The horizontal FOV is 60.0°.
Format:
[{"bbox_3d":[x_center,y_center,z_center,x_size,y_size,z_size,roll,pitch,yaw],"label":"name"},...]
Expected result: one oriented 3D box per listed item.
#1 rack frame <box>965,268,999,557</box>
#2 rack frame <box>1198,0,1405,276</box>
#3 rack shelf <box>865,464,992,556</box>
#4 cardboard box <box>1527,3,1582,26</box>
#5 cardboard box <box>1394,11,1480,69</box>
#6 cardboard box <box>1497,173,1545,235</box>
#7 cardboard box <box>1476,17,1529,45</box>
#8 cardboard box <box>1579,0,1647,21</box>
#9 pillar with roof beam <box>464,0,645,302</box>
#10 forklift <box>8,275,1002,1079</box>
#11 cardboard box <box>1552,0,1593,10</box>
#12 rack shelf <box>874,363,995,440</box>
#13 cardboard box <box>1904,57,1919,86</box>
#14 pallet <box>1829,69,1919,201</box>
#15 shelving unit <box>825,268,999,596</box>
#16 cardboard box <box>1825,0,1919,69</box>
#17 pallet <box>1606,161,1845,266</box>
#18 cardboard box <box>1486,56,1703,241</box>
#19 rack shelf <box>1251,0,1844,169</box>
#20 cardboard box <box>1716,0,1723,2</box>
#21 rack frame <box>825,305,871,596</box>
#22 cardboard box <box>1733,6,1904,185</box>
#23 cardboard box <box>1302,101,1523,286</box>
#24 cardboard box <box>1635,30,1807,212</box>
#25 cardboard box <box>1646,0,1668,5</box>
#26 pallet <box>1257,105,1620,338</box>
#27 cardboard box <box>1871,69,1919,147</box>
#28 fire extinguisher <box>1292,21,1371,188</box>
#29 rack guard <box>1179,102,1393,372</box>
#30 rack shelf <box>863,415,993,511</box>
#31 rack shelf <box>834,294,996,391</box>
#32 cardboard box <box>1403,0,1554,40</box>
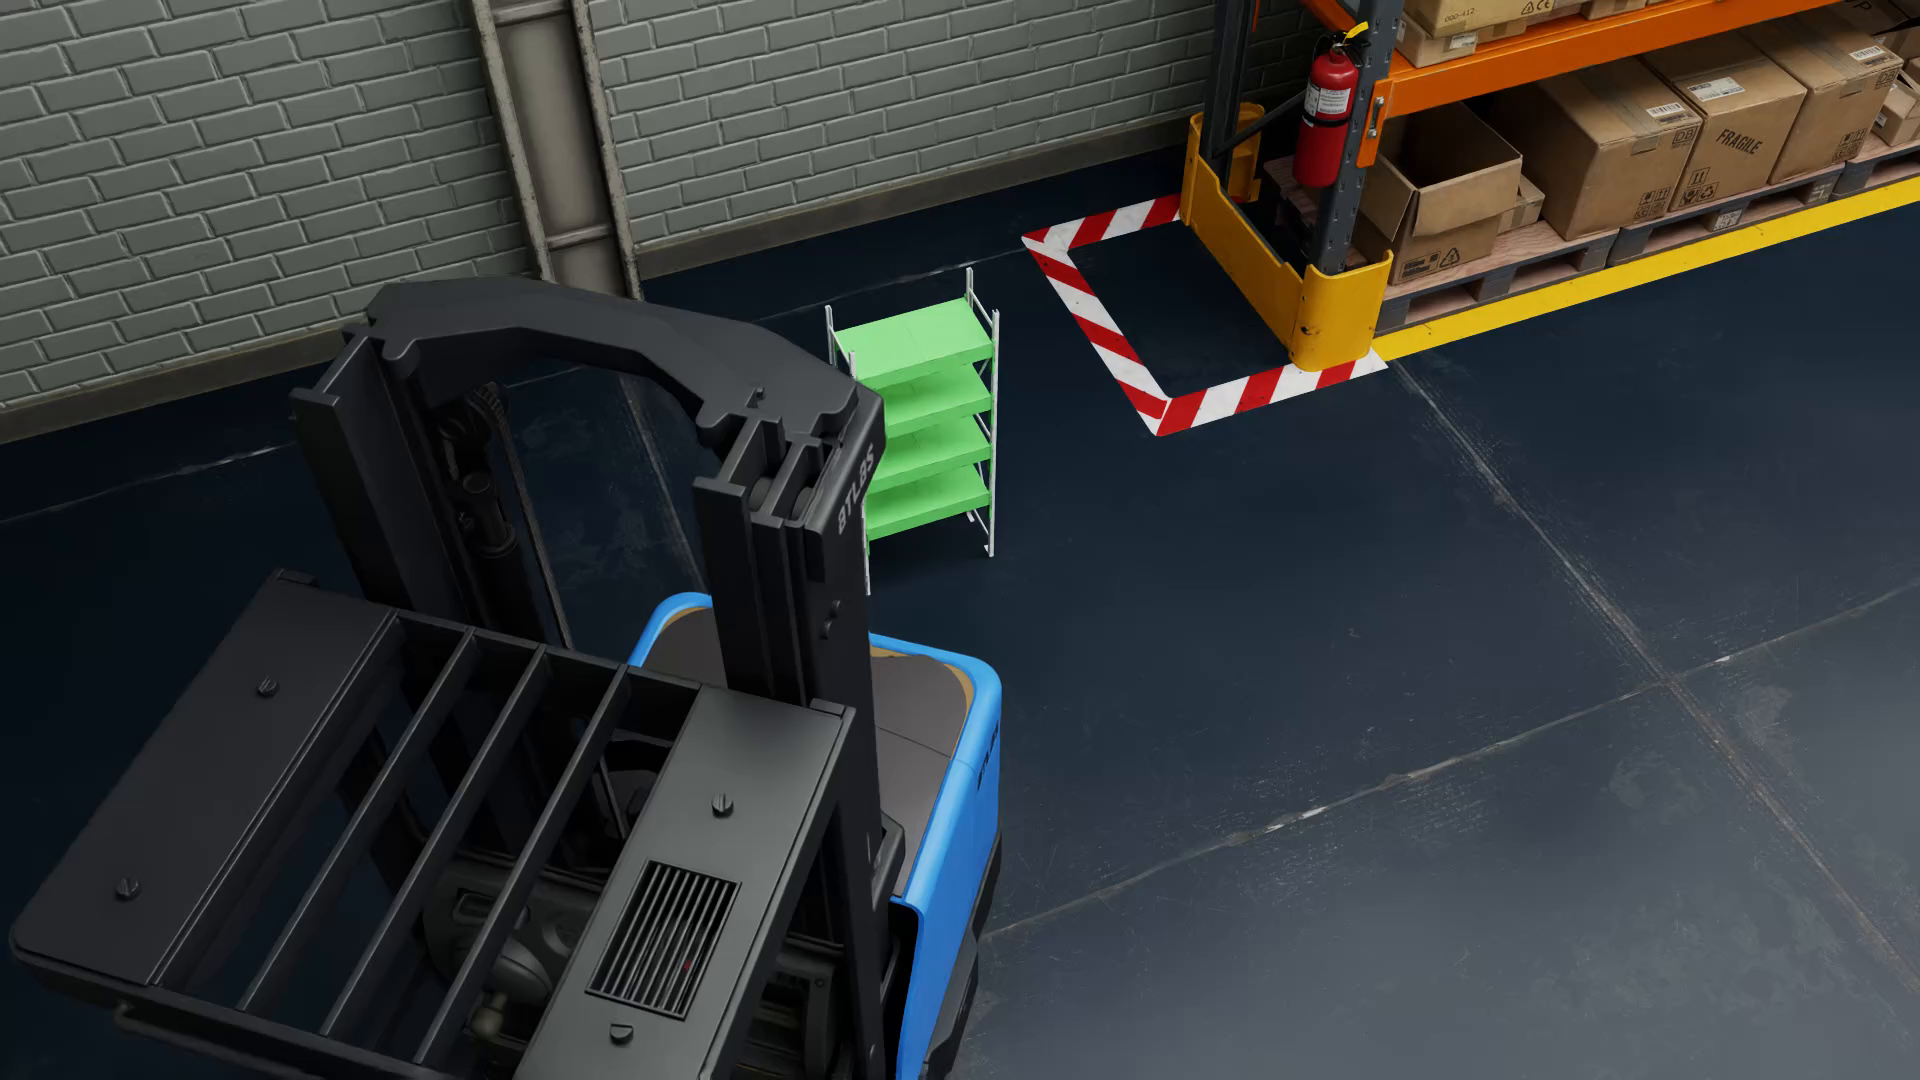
[{"bbox_3d":[0.073,-0.413,5.814,0.015,1.200,0.240,-17,52,-14],"label":"rack frame"},{"bbox_3d":[1.278,-2.091,6.068,0.127,3.000,1.000,-17,52,-14],"label":"rack frame"},{"bbox_3d":[-0.153,-0.145,5.985,0.480,0.148,0.258,-17,52,-14],"label":"rack shelf"},{"bbox_3d":[2.134,-2.116,6.255,0.250,0.149,0.380,-18,52,-15],"label":"cardboard box"},{"bbox_3d":[1.686,-1.911,6.079,0.250,0.149,0.380,-18,52,-15],"label":"cardboard box"},{"bbox_3d":[2.288,-1.502,7.165,0.250,0.149,0.380,-19,52,-16],"label":"cardboard box"},{"bbox_3d":[1.904,-2.016,6.170,0.250,0.149,0.380,-16,51,-13],"label":"cardboard box"},{"bbox_3d":[2.391,-2.145,6.281,0.250,0.149,0.380,-16,51,-13],"label":"cardboard box"},{"bbox_3d":[0.069,-0.881,1.075,0.400,9.000,9.100,-17,52,-14],"label":"pillar with roof beam"},{"bbox_3d":[-0.774,1.053,3.413,1.130,2.935,3.031,13,51,11],"label":"forklift"},{"bbox_3d":[2.266,-2.225,6.086,0.500,0.250,0.500,-17,51,-14],"label":"cardboard box"},{"bbox_3d":[-0.153,-0.458,5.620,0.480,0.148,0.258,-17,52,-14],"label":"rack shelf"},{"bbox_3d":[4.576,-2.080,7.662,0.250,0.149,0.380,-19,52,-15],"label":"cardboard box"},{"bbox_3d":[4.345,-2.133,7.943,1.213,0.211,1.003,-17,52,-14],"label":"pallet"},{"bbox_3d":[-0.153,-0.343,5.754,0.503,1.200,0.258,-17,52,-14],"label":"shelving unit"},{"bbox_3d":[4.280,-2.475,7.894,0.500,0.311,0.500,-16,51,-13],"label":"cardboard box"},{"bbox_3d":[3.214,-1.780,7.640,1.213,0.211,1.003,-17,52,-14],"label":"pallet"},{"bbox_3d":[2.686,-1.740,7.138,0.500,0.500,0.700,-15,51,-13],"label":"cardboard box"},{"bbox_3d":[3.129,-2.430,6.834,4.000,0.370,1.077,-17,52,-14],"label":"rack shelf"},{"bbox_3d":[2.897,-2.245,6.367,0.250,0.149,0.380,-19,52,-15],"label":"cardboard box"},{"bbox_3d":[-0.379,-0.273,5.694,0.015,1.200,0.240,-17,52,-14],"label":"rack frame"},{"bbox_3d":[3.647,-2.038,7.394,0.500,0.500,0.700,-19,52,-16],"label":"cardboard box"},{"bbox_3d":[1.880,-1.523,6.950,0.637,0.503,0.797,-19,52,-16],"label":"cardboard box"},{"bbox_3d":[3.213,-1.821,7.208,0.500,0.500,0.500,-16,51,-14],"label":"cardboard box"},{"bbox_3d":[2.635,-2.225,6.350,0.250,0.149,0.380,-16,51,-14],"label":"cardboard box"},{"bbox_3d":[2.086,-1.433,7.342,1.213,0.211,1.003,-17,52,-14],"label":"pallet"},{"bbox_3d":[4.246,-2.016,7.529,0.258,0.266,0.396,-16,51,-13],"label":"cardboard box"},{"bbox_3d":[1.316,-1.577,5.924,0.183,0.674,0.296,-17,52,-14],"label":"fire extinguisher"},{"bbox_3d":[1.348,-1.298,7.035,0.348,0.500,1.175,-17,52,-14],"label":"rack guard"},{"bbox_3d":[-0.153,-0.302,5.802,0.480,0.148,0.258,-17,52,-14],"label":"rack shelf"},{"bbox_3d":[-0.153,-0.614,5.438,0.480,0.148,0.258,-17,52,-14],"label":"rack shelf"},{"bbox_3d":[1.800,-2.080,5.962,0.500,0.250,0.500,-17,51,-14],"label":"cardboard box"}]
